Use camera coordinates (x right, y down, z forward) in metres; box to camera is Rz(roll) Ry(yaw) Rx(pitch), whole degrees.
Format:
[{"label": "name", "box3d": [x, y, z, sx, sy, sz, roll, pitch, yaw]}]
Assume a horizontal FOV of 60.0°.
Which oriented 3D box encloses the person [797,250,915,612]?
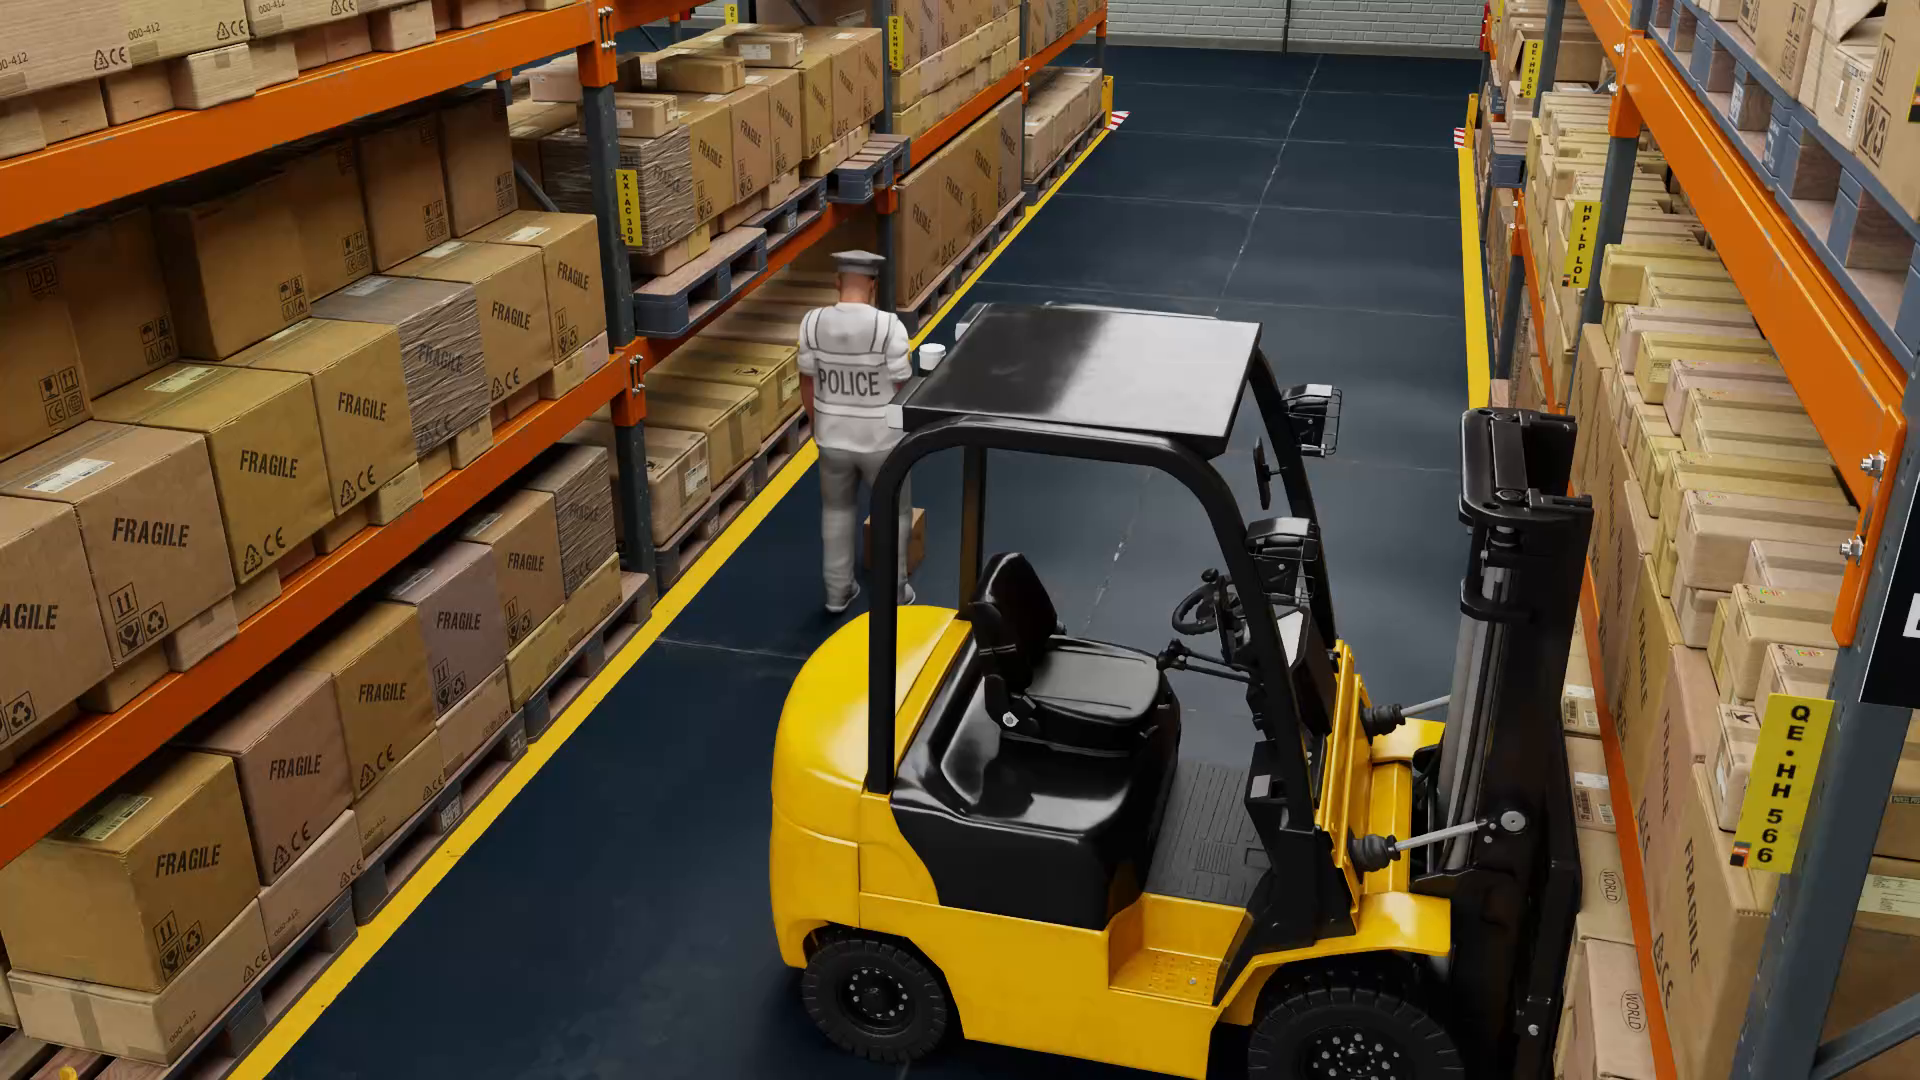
[{"label": "person", "box3d": [-0.468, -0.463, 7.628, 0.541, 1.731, 0.408, 6, 26, 13]}]
